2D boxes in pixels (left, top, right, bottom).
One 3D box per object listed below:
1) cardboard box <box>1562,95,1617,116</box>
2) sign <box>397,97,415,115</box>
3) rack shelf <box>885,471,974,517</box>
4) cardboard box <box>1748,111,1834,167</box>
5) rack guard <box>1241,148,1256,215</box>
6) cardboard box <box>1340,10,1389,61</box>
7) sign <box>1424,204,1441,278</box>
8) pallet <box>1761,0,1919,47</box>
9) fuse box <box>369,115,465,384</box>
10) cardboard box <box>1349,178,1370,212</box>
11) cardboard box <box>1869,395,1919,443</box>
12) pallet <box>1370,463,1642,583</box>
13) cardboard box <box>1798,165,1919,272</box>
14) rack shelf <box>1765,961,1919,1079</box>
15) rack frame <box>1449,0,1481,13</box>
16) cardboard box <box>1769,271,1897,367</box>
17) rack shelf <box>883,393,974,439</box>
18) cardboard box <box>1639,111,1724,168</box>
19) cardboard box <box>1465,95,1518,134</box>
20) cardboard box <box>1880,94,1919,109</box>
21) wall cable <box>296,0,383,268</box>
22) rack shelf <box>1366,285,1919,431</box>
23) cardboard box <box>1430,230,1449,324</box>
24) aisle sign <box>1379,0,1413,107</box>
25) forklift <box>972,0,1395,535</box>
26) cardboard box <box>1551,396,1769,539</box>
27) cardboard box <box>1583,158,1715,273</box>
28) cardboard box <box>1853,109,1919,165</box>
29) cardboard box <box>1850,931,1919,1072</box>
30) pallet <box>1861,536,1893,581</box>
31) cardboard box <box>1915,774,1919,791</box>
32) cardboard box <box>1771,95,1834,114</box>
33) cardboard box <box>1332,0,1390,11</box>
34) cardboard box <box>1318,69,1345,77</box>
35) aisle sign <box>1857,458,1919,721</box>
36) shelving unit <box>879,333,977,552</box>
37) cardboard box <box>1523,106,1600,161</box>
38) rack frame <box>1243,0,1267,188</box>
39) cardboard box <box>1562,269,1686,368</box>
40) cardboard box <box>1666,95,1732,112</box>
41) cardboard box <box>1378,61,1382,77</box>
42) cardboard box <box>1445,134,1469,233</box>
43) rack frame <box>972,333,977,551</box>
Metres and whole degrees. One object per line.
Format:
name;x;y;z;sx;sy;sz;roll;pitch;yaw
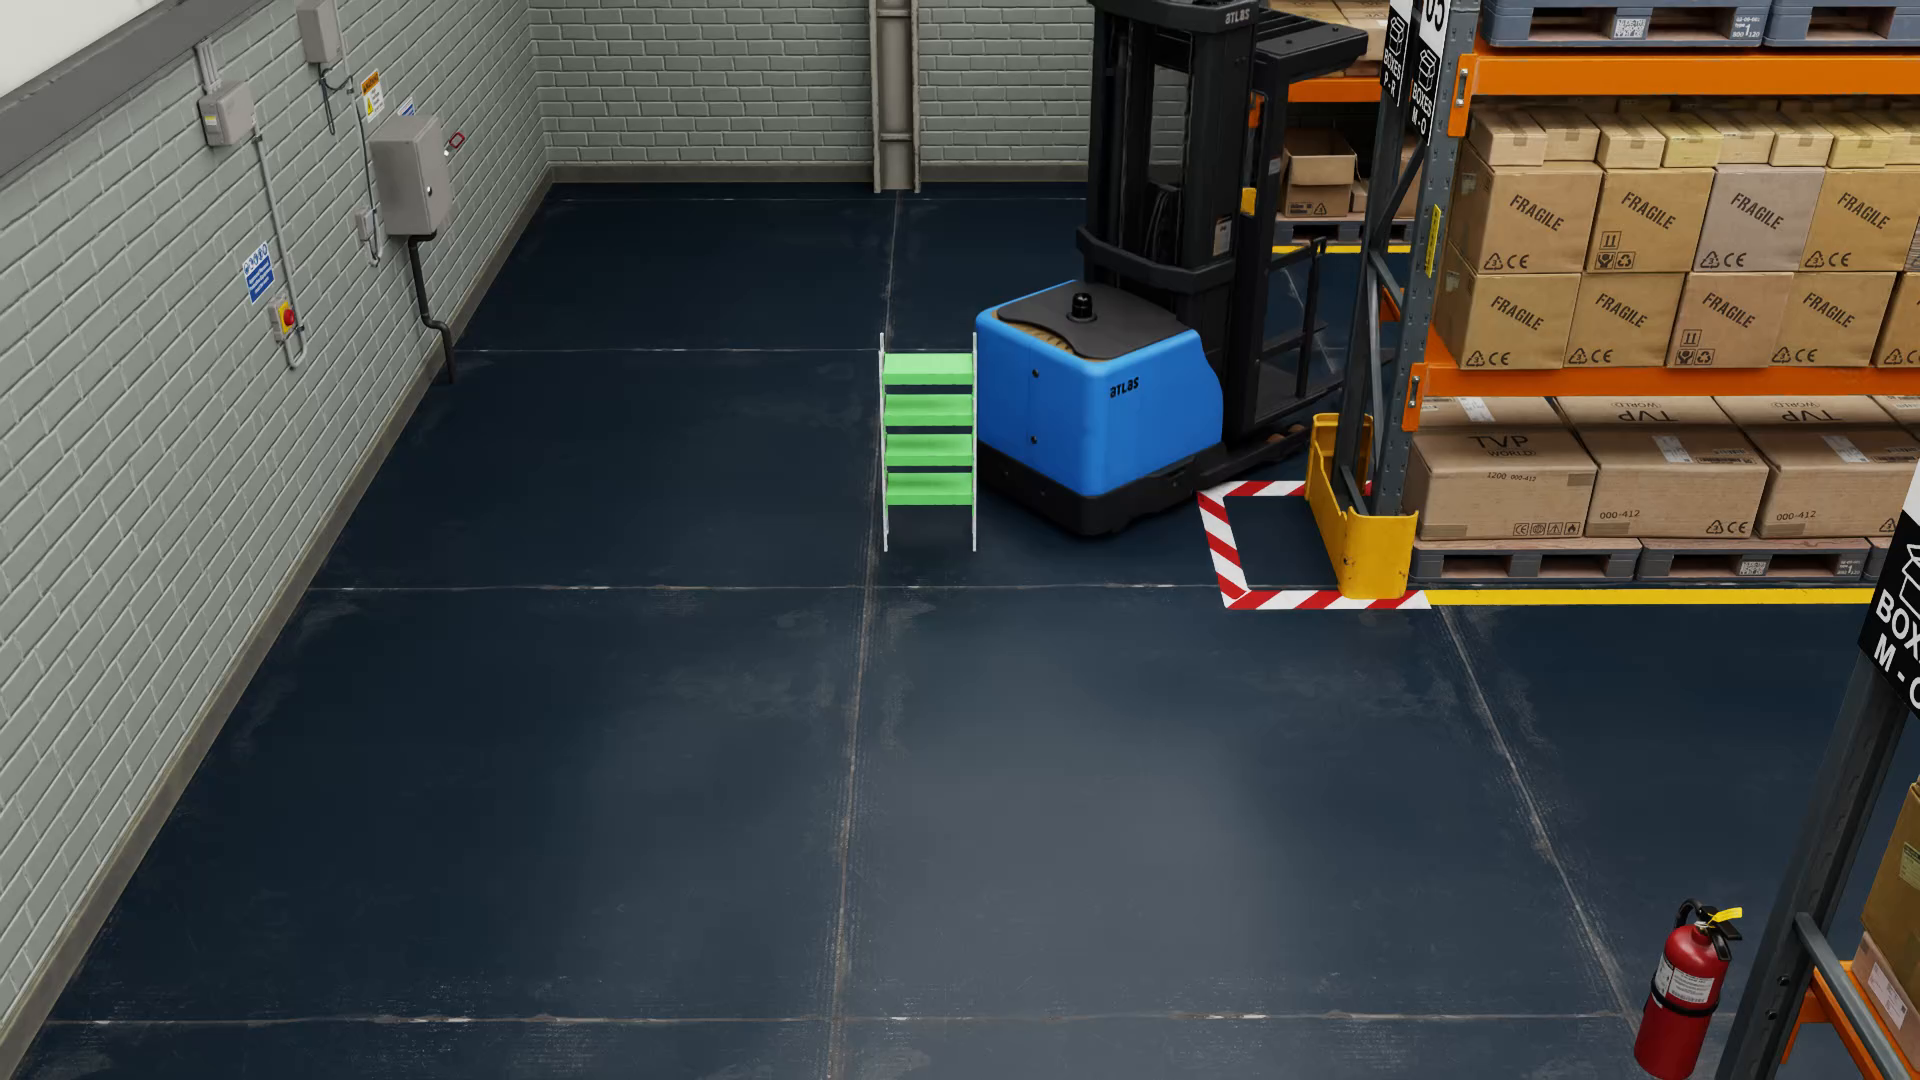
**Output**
cardboard box;3.070;-2.184;8.273;0.250;0.149;0.380;0;31;-1
sign;-3.514;-2.549;10.652;0.001;0.494;0.329;0;31;0
rack shelf;-0.166;-0.253;9.096;0.480;0.148;0.258;0;31;0
cardboard box;3.855;-1.876;7.764;0.250;0.149;0.380;0;31;0
rack guard;2.243;-2.780;13.350;0.348;0.500;1.175;0;31;0
cardboard box;3.127;-3.775;12.438;0.500;0.250;0.500;0;31;0
sign;2.199;-1.390;7.739;0.005;0.325;0.100;0;31;0
pallet;4.166;-2.532;7.725;1.213;0.211;1.003;0;31;0
fuse box;-3.304;-1.784;10.540;0.414;1.711;0.539;0;31;0
cardboard box;3.205;-2.743;13.223;0.250;0.149;0.380;-1;31;-2
cardboard box;5.573;-0.424;9.123;0.875;0.438;0.875;-1;31;-1
pallet;3.000;-0.125;9.252;1.213;0.211;1.003;0;31;0
cardboard box;4.213;-1.611;7.953;0.500;0.500;0.500;0;31;0
rack shelf;4.332;1.595;4.424;4.000;0.370;1.077;0;31;0
rack frame;2.201;-3.839;6.902;0.127;3.000;1.000;0;31;0
cardboard box;4.198;-1.188;8.220;0.500;0.500;0.500;1;31;1
rack shelf;-0.166;-0.663;8.847;0.480;0.148;0.258;0;31;0
cardboard box;3.343;-1.868;7.752;0.250;0.149;0.380;-1;31;-2
cardboard box;2.559;-2.127;8.178;0.250;0.149;0.380;0;31;0
cardboard box;4.607;-2.138;8.196;0.250;0.149;0.380;0;31;0
wall cable;-3.458;-2.414;9.358;0.122;1.984;0.588;0;31;0
rack shelf;4.201;-0.973;8.655;4.000;0.370;1.077;0;31;0
cardboard box;2.682;-1.456;8.661;0.500;0.500;0.500;0;31;0
aisle sign;2.127;-2.546;8.048;0.004;0.787;0.394;0;31;0
forklift;1.519;-1.909;9.571;3.031;2.935;1.130;-24;39;-34
cardboard box;3.776;-0.419;9.115;0.875;0.438;0.875;1;31;1
cardboard box;3.199;-1.603;7.940;0.500;0.500;0.500;-1;31;-2
cardboard box;4.371;-1.888;7.785;0.250;0.149;0.380;0;31;0
cardboard box;2.656;1.253;4.535;0.250;0.149;0.380;0;31;0
pallet;5.440;-0.133;9.265;1.213;0.211;1.003;0;31;0
cardboard box;2.788;0.565;4.079;0.500;0.500;0.500;-1;31;-1
cardboard box;4.097;-2.150;8.216;0.250;0.149;0.380;1;31;1
cardboard box;3.142;-4.052;12.894;0.500;0.250;0.500;0;31;0
cardboard box;2.752;-3.625;12.575;0.250;0.149;0.380;1;31;1
aisle sign;2.257;0.026;3.809;0.004;0.787;0.394;0;31;0
shelving unit;-0.166;-0.512;8.938;0.503;1.200;0.258;0;31;0
cardboard box;2.819;-1.917;7.832;0.250;0.149;0.380;1;31;1
rack frame;2.167;-3.849;12.702;0.127;3.000;1.000;0;31;0
cardboard box;3.189;-1.185;8.216;0.500;0.500;0.500;-1;31;-1
cardboard box;3.584;-2.128;8.180;0.250;0.149;0.380;0;31;-1
cardboard box;3.268;-3.613;12.555;0.250;0.149;0.380;1;31;1
cardboard box;2.682;-1.869;8.379;0.500;0.500;0.500;1;31;1
rack frame;0.078;-0.513;8.939;0.015;1.200;0.240;0;31;0
